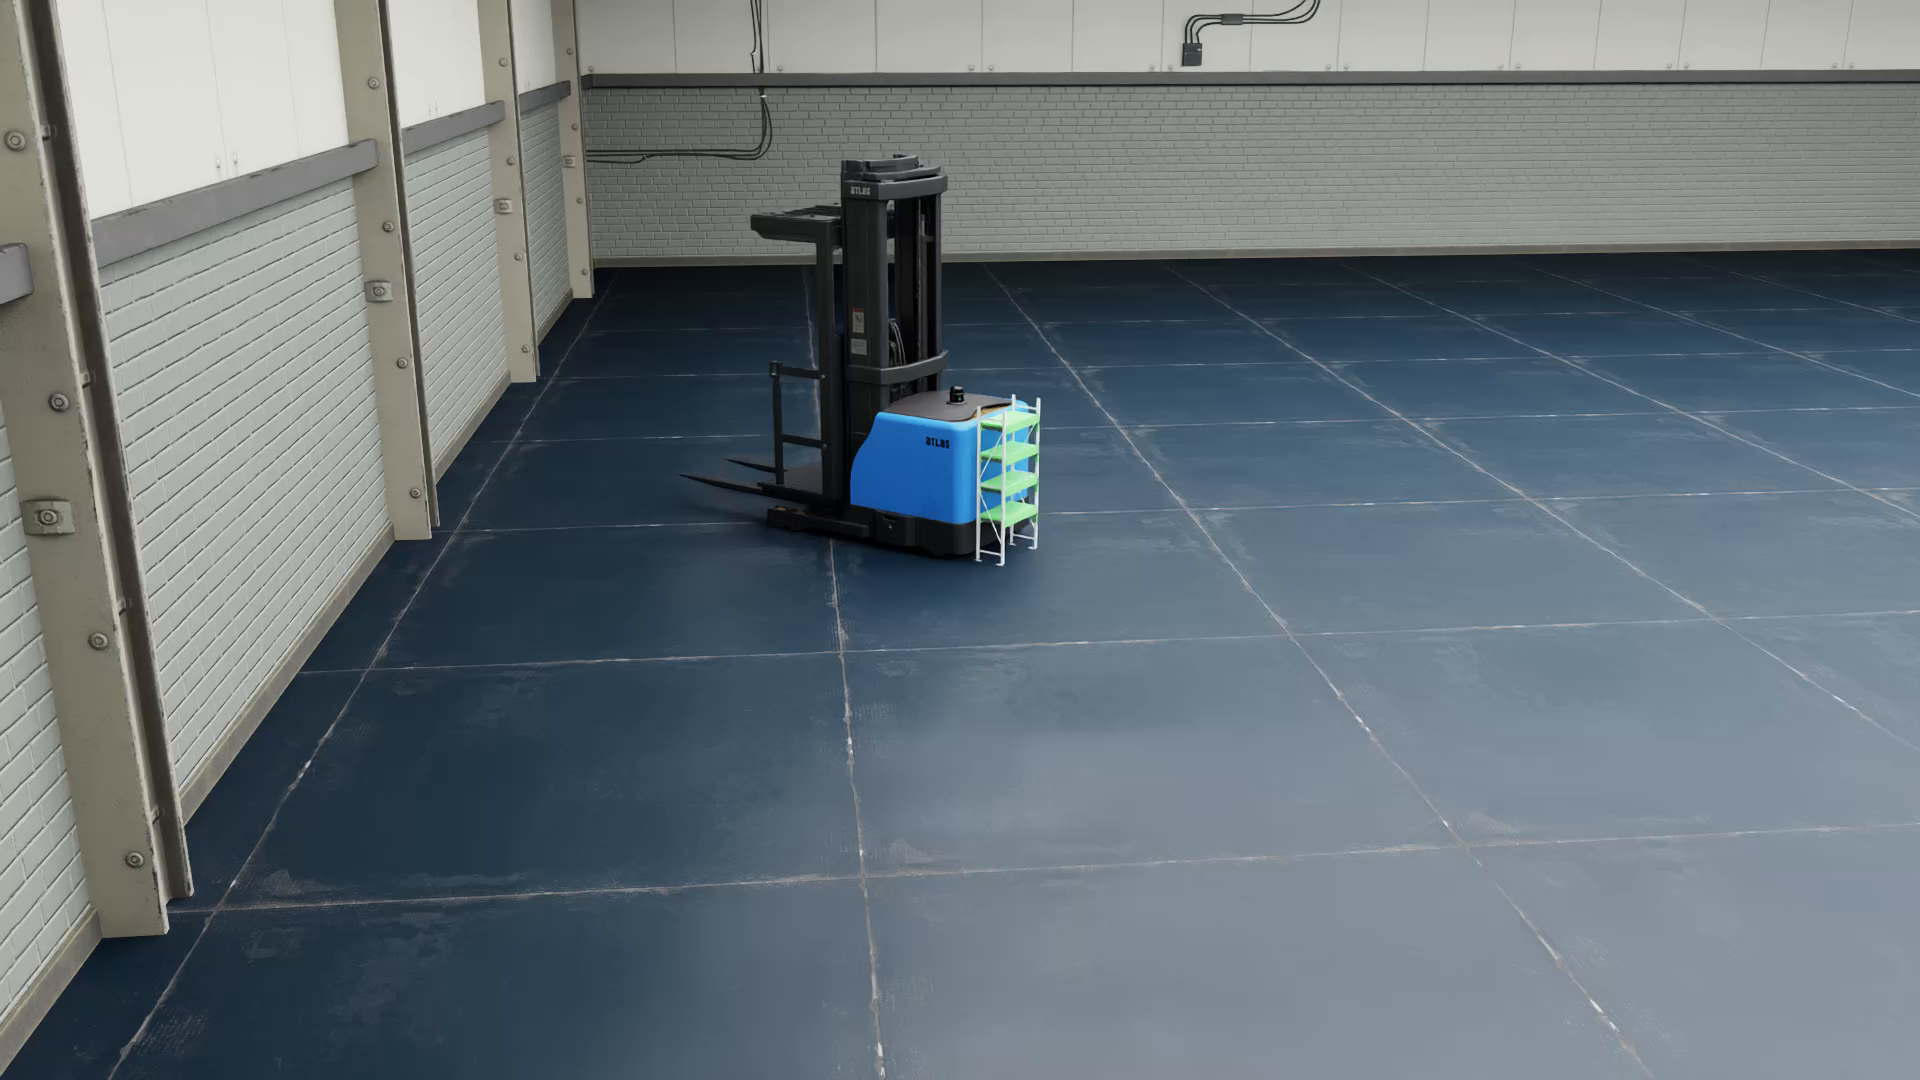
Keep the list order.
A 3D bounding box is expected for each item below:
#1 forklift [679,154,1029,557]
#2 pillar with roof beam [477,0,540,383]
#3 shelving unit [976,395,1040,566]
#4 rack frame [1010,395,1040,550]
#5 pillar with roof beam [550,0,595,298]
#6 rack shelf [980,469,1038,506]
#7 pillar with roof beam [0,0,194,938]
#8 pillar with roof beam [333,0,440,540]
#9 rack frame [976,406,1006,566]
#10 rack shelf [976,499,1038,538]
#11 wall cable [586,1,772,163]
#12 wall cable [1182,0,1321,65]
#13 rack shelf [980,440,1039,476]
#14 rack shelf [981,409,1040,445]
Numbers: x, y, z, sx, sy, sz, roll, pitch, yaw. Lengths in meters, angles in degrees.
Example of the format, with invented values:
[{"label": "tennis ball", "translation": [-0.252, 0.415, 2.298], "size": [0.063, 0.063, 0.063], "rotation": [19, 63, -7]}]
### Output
[{"label": "forklift", "translation": [-0.960, -1.587, 13.337], "size": [3.031, 2.935, 1.130], "rotation": [11, 21, 31]}, {"label": "pillar with roof beam", "translation": [-0.716, -6.275, 18.142], "size": [9.100, 9.000, 0.400], "rotation": [-2, 18, -6]}, {"label": "shelving unit", "translation": [0.364, -0.457, 12.625], "size": [0.258, 1.200, 0.503], "rotation": [12, 21, 31]}, {"label": "rack frame", "translation": [0.498, -0.518, 12.820], "size": [0.240, 1.200, 0.015], "rotation": [12, 21, 31]}, {"label": "pillar with roof beam", "translation": [-1.335, -8.063, 23.836], "size": [9.100, 9.000, 0.400], "rotation": [-2, 18, -6]}, {"label": "rack shelf", "translation": [0.364, -0.396, 12.645], "size": [0.258, 0.148, 0.480], "rotation": [12, 21, 31]}, {"label": "pillar with roof beam", "translation": [0.521, -2.700, 6.754], "size": [9.100, 9.000, 0.400], "rotation": [-2, 18, -6]}, {"label": "pillar with roof beam", "translation": [-0.098, -4.488, 12.448], "size": [9.100, 9.000, 0.400], "rotation": [-2, 18, -6]}, {"label": "rack frame", "translation": [0.230, -0.396, 12.430], "size": [0.240, 1.200, 0.015], "rotation": [12, 21, 31]}, {"label": "rack shelf", "translation": [0.362, -0.167, 12.717], "size": [0.258, 0.148, 0.480], "rotation": [12, 21, 31]}, {"label": "wall cable", "translation": [-4.606, -7.367, 26.803], "size": [3.097, 2.526, 0.112], "rotation": [-2, 18, -6]}, {"label": "wall cable", "translation": [4.839, -10.760, 26.748], "size": [2.305, 6.003, 0.169], "rotation": [-2, 18, -6]}, {"label": "rack shelf", "translation": [0.365, -0.624, 12.572], "size": [0.258, 0.148, 0.480], "rotation": [12, 21, 31]}, {"label": "rack shelf", "translation": [0.366, -0.853, 12.499], "size": [0.258, 0.148, 0.480], "rotation": [12, 21, 31]}]
